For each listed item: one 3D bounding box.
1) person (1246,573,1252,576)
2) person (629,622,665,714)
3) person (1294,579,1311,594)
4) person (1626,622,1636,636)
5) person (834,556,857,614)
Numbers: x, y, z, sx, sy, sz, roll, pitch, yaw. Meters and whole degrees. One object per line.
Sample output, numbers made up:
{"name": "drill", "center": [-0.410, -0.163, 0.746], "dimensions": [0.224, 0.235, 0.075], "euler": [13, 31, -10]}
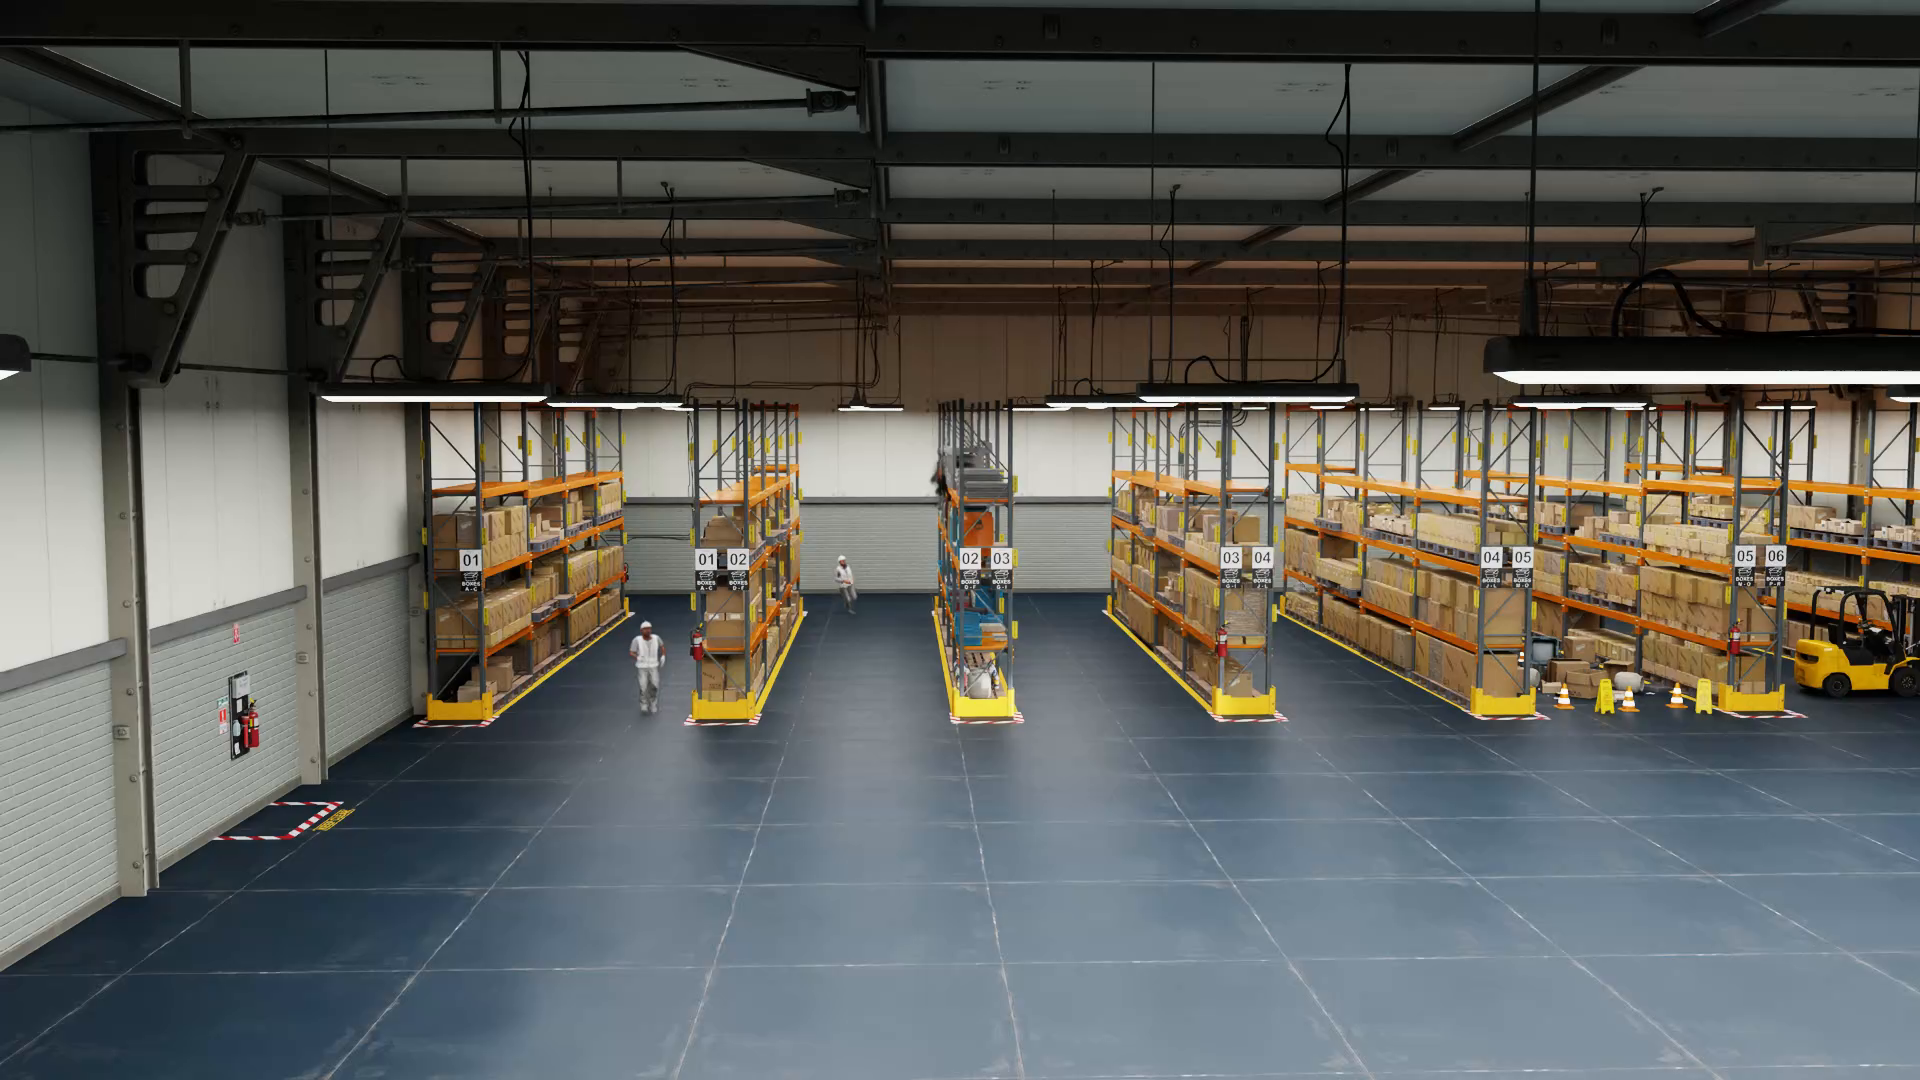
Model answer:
{"name": "person", "center": [8.189, 1.246, 47.542], "dimensions": [0.765, 1.724, 0.921], "euler": [2, 5, 21]}
{"name": "person", "center": [-5.928, 2.443, 31.661], "dimensions": [0.716, 1.786, 0.661], "euler": [-2, 5, -21]}
{"name": "person", "center": [10.176, 1.090, 49.510], "dimensions": [0.927, 1.757, 0.670], "euler": [-2, 5, -29]}
{"name": "person", "center": [17.337, 1.664, 42.781], "dimensions": [0.599, 1.620, 0.540], "euler": [-1, 4, -14]}
{"name": "person", "center": [-3.253, 1.280, 47.318], "dimensions": [0.711, 1.686, 0.529], "euler": [-3, 5, -36]}
